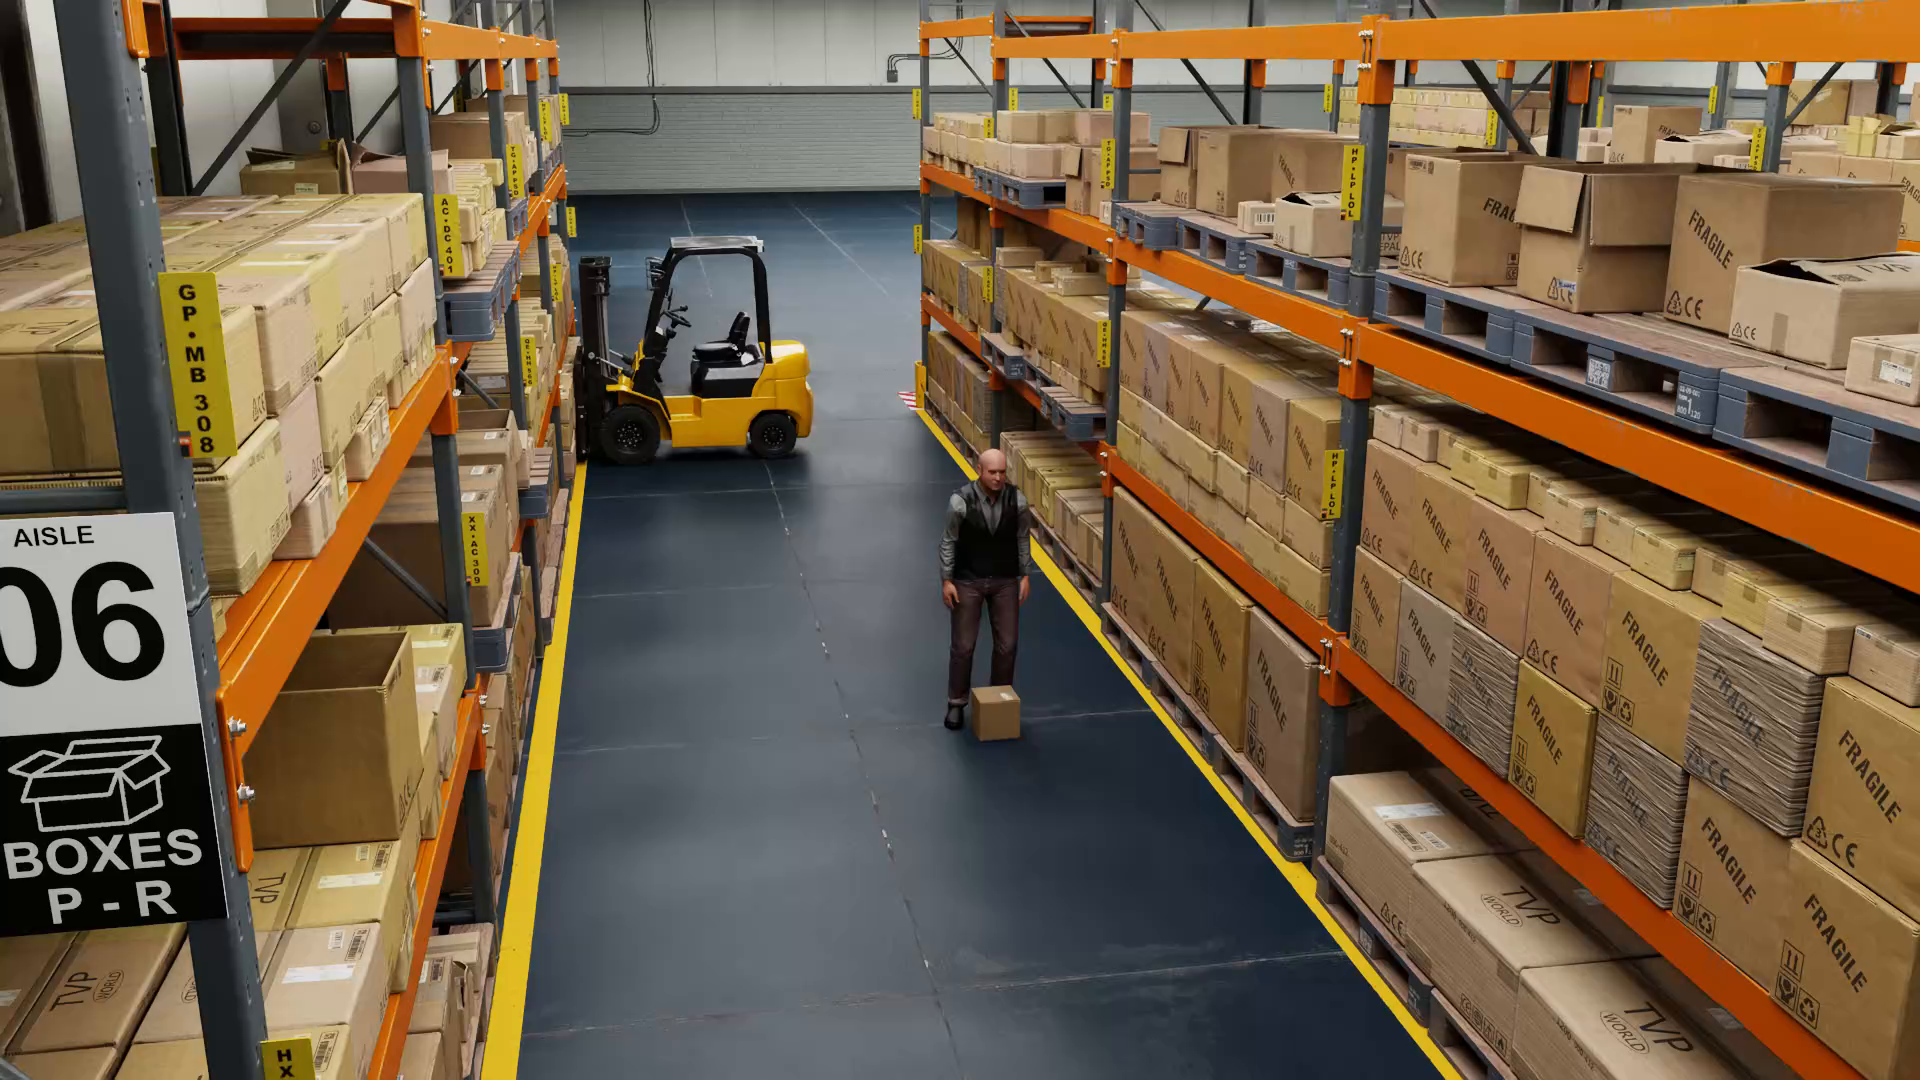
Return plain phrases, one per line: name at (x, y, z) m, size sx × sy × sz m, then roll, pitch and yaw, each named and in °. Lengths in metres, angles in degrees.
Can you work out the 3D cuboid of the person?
person at (0.157, 0.268, 10.161) m, size 0.581 × 1.719 × 0.421 m, roll -4°, pitch 17°, yaw -13°
